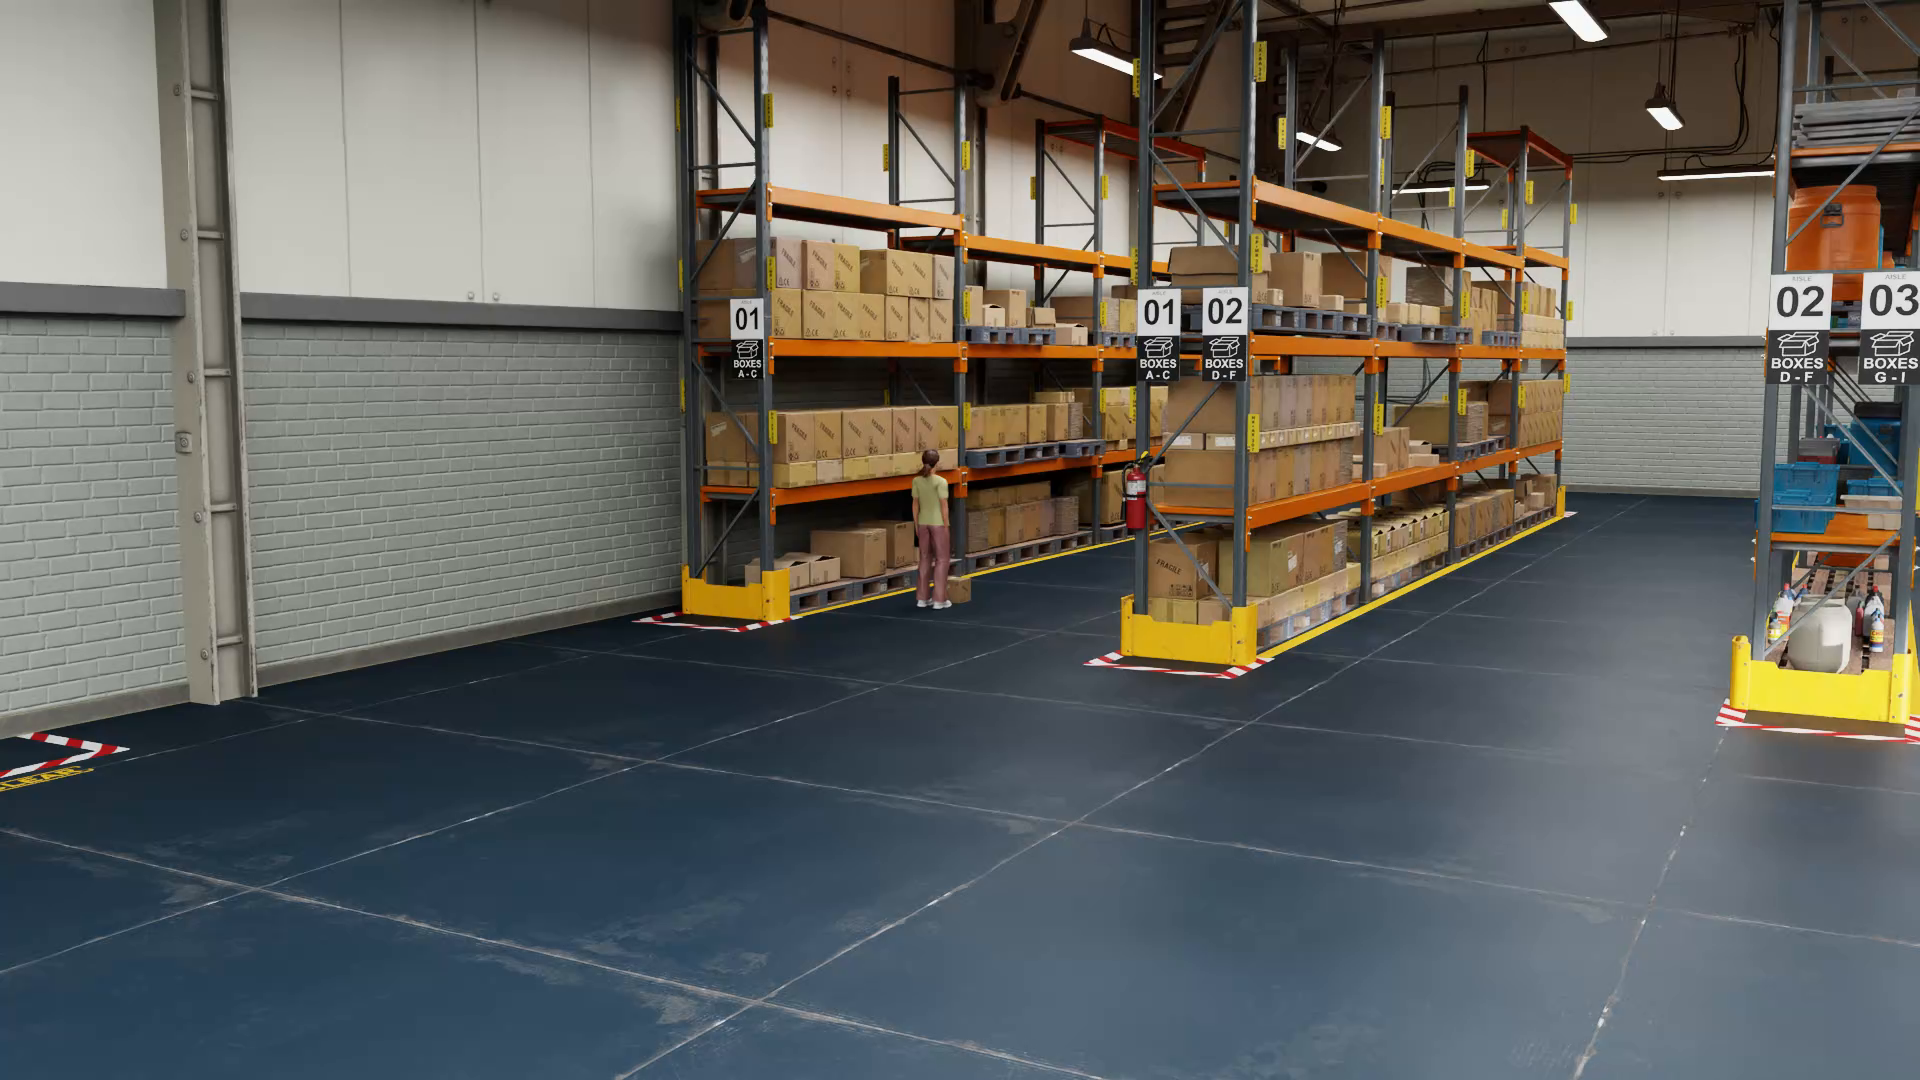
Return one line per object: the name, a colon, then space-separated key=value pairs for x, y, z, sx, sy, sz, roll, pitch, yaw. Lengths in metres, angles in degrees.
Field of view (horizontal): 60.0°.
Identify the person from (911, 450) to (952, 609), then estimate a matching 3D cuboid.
person: x=-0.299 y=-0.119 z=17.505 sx=0.439 sy=1.668 sz=0.363 roll=3 pitch=7 yaw=30
